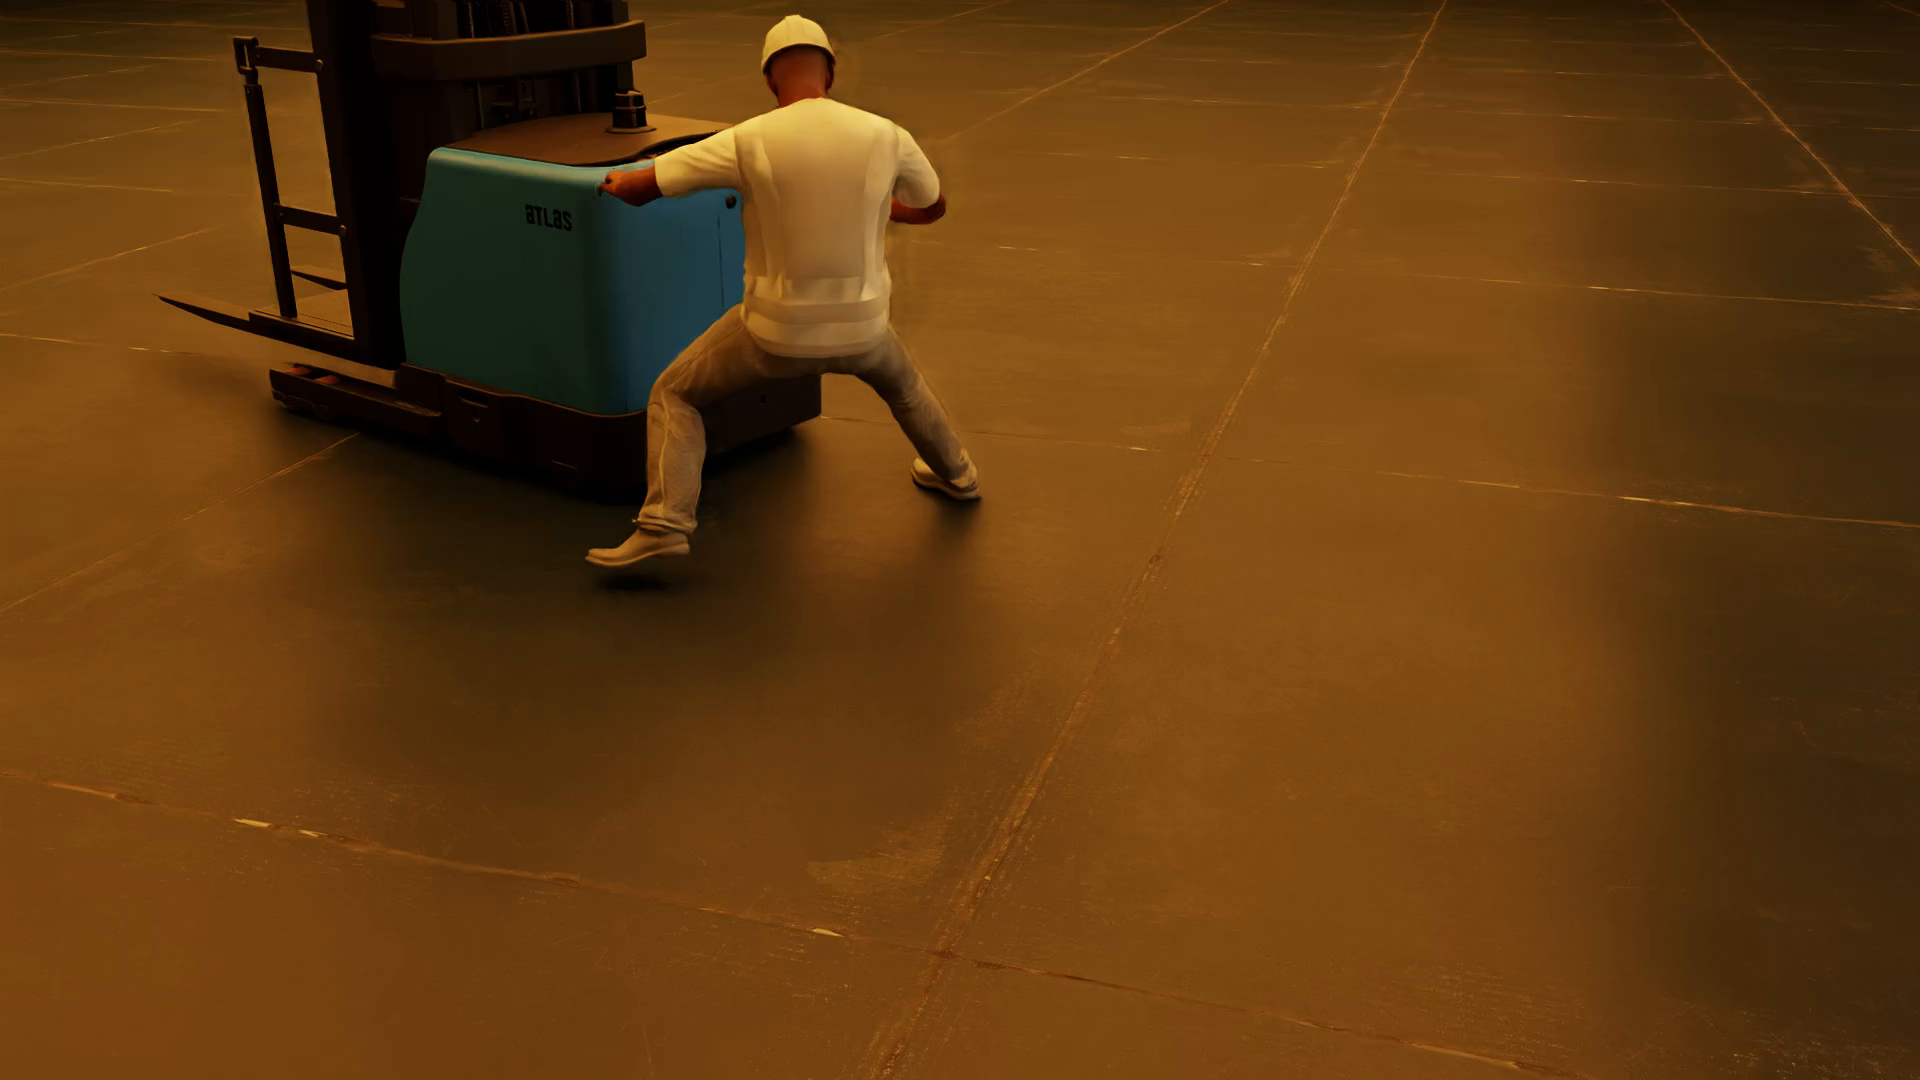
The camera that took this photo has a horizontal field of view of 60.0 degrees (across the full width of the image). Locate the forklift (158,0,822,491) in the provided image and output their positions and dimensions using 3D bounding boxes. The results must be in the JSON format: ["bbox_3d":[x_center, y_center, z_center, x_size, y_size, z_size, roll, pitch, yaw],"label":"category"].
[{"bbox_3d":[-1.989,-1.945,5.991,3.031,2.935,1.130,16,27,33],"label":"forklift"}]

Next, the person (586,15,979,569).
[{"bbox_3d":[-0.523,-0.746,4.902,1.298,1.543,0.719,-7,23,-16],"label":"person"}]
